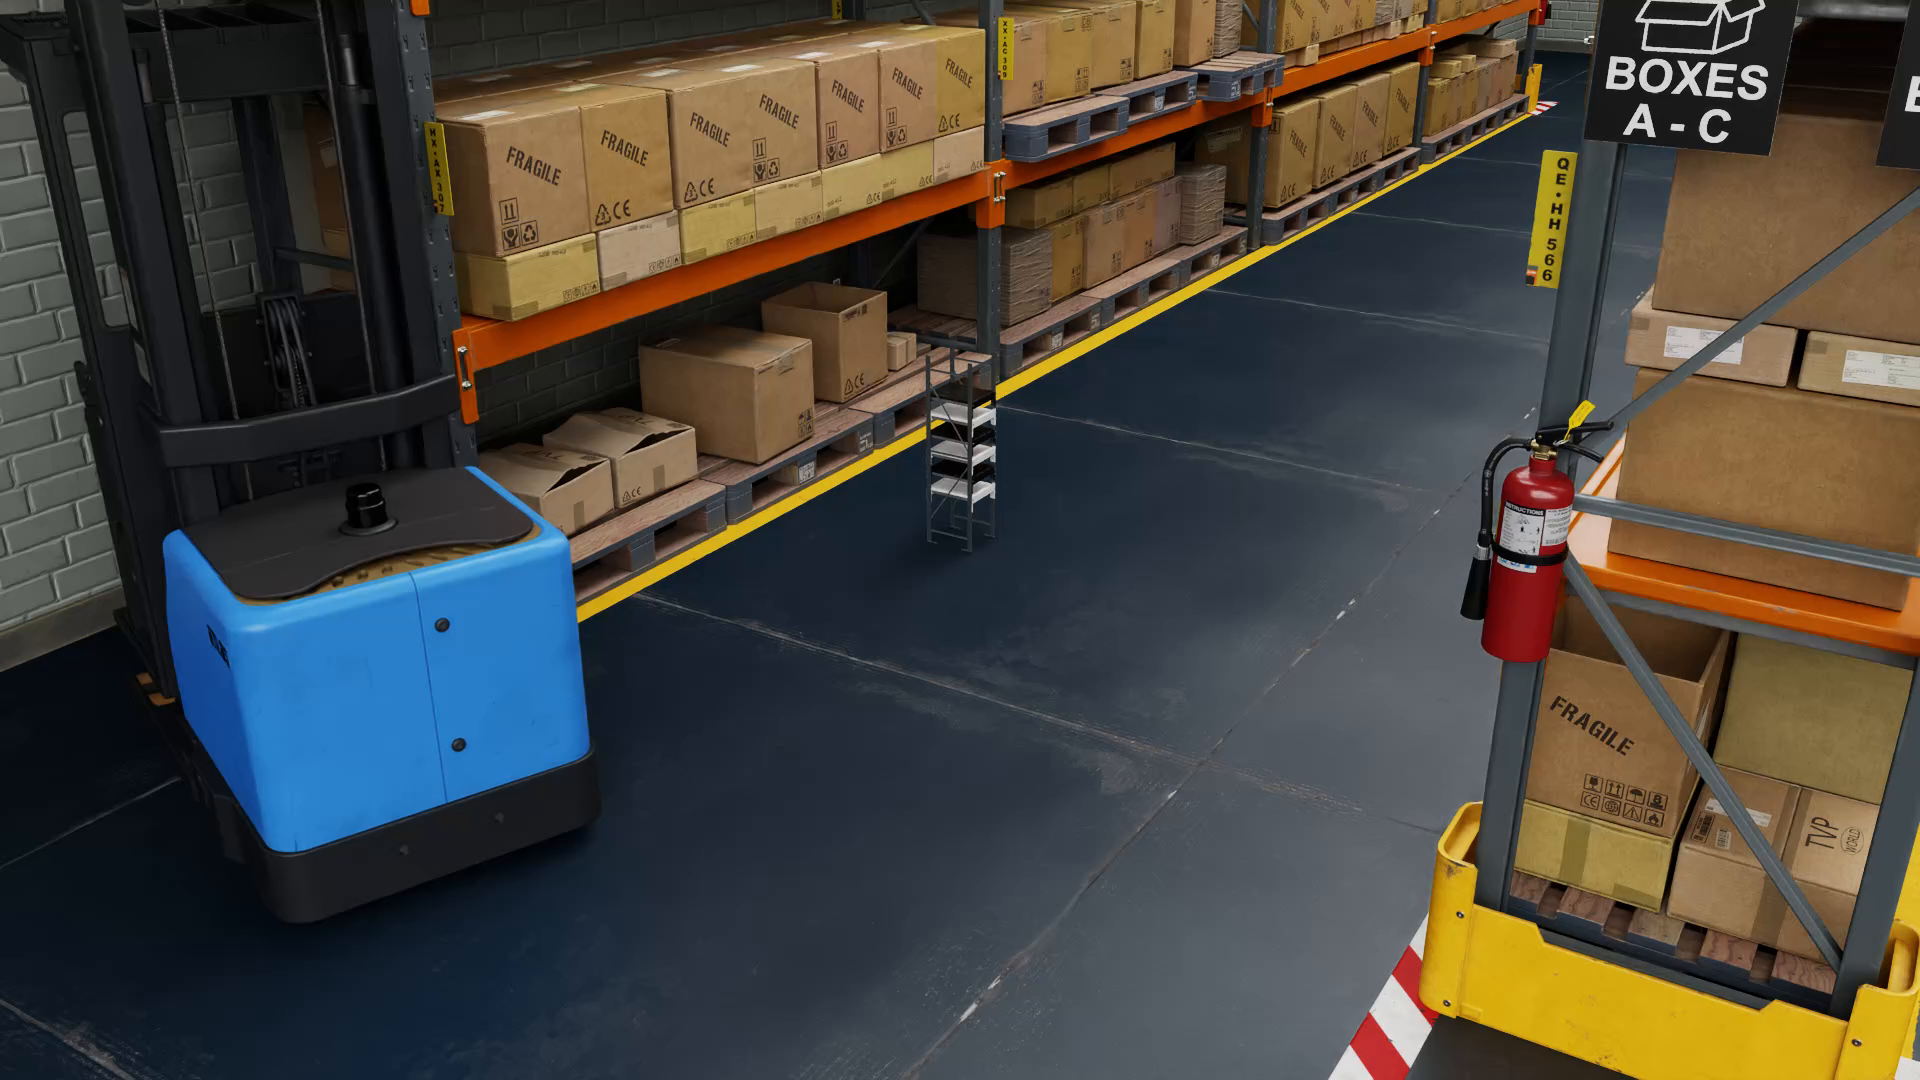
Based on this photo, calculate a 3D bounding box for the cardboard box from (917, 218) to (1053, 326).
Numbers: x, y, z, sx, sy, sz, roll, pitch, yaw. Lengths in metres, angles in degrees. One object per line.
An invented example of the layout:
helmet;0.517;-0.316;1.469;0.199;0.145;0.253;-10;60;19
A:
cardboard box;0.156;-1.701;10.496;0.700;0.500;0.500;15;28;31

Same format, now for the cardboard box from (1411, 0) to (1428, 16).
cardboard box;3.972;-5.077;15.177;0.500;0.500;0.500;13;27;28

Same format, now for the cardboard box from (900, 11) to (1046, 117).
cardboard box;0.079;-2.807;9.778;0.700;0.500;0.500;14;27;29

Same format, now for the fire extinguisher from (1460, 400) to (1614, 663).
fire extinguisher;1.425;-0.029;4.139;0.296;0.674;0.183;14;27;29

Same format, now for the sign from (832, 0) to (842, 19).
sign;-0.692;-3.041;9.541;0.100;0.325;0.005;14;27;29

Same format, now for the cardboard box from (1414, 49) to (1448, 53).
cardboard box;4.922;-5.101;17.558;0.380;0.149;0.250;13;27;28

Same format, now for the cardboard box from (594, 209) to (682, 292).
cardboard box;-1.540;-1.261;7.050;0.500;0.250;0.500;13;27;27

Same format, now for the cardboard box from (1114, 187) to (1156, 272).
cardboard box;0.947;-2.222;11.699;0.700;0.500;0.500;14;27;29

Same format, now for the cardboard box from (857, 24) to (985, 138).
cardboard box;-0.205;-2.454;8.863;0.500;0.500;0.500;14;27;29

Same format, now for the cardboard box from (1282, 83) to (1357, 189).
cardboard box;2.858;-3.465;14.157;0.750;0.750;0.750;14;27;29

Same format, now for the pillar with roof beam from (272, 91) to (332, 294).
pillar with roof beam;0.963;-3.313;4.075;9.100;9.000;0.400;14;27;29

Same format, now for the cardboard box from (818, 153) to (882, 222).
cardboard box;-0.733;-1.772;8.230;0.500;0.250;0.500;14;27;29

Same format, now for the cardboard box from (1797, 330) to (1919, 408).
cardboard box;2.272;-0.438;4.044;0.380;0.149;0.250;14;27;29

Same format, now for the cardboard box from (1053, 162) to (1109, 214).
cardboard box;0.656;-2.371;11.099;0.500;0.250;0.500;13;27;27

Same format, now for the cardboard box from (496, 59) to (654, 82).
cardboard box;-1.718;-1.875;7.526;0.500;0.500;0.500;13;27;28

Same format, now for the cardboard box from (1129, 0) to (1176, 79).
cardboard box;1.014;-3.406;11.163;0.700;0.500;0.500;14;27;29

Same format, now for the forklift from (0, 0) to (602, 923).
forklift;-2.466;-0.730;5.748;1.130;2.935;3.031;-16;28;-33

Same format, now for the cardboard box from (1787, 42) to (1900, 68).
cardboard box;2.705;-1.170;4.919;0.700;0.500;0.500;14;27;29

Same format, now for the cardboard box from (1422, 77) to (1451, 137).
cardboard box;4.483;-4.371;16.688;0.700;0.500;0.500;14;27;30

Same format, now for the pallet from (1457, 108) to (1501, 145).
pallet;5.112;-4.468;17.806;1.003;0.211;1.213;14;27;29

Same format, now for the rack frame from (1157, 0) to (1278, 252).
rack frame;1.891;-3.744;12.623;1.000;3.000;0.127;14;27;29

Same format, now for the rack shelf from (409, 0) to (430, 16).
rack shelf;-1.274;-2.766;7.492;1.077;0.370;4.000;14;27;29

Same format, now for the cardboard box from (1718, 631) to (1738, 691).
cardboard box;2.427;0.134;5.654;0.500;0.500;0.500;14;27;29

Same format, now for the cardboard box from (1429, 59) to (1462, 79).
cardboard box;4.819;-4.746;16.738;0.380;0.149;0.250;15;28;31

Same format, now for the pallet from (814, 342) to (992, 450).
pallet;-0.543;-0.880;9.518;1.003;0.211;1.213;14;27;29

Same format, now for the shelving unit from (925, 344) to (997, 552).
shelving unit;0.004;-0.416;7.578;0.258;0.900;0.210;14;27;29

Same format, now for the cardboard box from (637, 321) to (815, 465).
cardboard box;-1.157;-0.743;8.283;0.700;0.500;0.500;12;26;26

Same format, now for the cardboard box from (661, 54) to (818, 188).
cardboard box;-1.012;-1.941;7.678;0.500;0.500;0.500;15;27;31

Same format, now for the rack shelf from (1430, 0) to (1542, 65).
rack shelf;5.056;-5.439;17.444;1.077;0.370;4.000;14;27;29

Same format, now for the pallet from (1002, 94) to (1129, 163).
pallet;0.308;-2.534;10.068;1.003;0.211;1.213;14;27;29

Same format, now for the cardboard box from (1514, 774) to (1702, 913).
cardboard box;1.914;0.819;5.015;0.500;0.250;0.500;14;27;29

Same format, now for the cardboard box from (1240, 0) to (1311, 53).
cardboard box;2.365;-4.046;12.795;0.500;0.500;0.500;15;27;30

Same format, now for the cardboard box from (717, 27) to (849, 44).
cardboard box;-0.920;-2.390;8.715;0.500;0.500;0.500;14;27;29

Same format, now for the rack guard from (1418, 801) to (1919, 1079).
rack guard;1.869;1.148;4.469;1.175;0.500;0.348;14;27;29

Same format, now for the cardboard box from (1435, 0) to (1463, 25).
cardboard box;4.301;-5.412;16.097;0.980;0.700;0.700;14;27;30

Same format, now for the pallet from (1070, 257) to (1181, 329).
pallet;0.834;-1.791;11.621;1.003;0.211;1.213;14;27;29

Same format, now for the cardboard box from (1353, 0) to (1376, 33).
cardboard box;3.180;-4.565;13.995;0.500;0.500;0.500;15;27;30

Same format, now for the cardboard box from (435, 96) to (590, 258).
cardboard box;-1.821;-1.427;6.490;0.500;0.500;0.500;14;27;29

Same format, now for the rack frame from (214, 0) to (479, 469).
rack frame;-2.329;-1.044;6.386;1.000;3.000;0.127;14;27;29

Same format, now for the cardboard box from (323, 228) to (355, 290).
cardboard box;-2.247;-1.183;6.870;0.500;0.250;0.500;14;27;30

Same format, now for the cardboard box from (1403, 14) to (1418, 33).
cardboard box;3.951;-4.725;15.179;0.380;0.149;0.250;14;27;30

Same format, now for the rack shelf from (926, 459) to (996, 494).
rack shelf;0.004;-0.303;7.627;0.258;0.077;0.200;14;27;29

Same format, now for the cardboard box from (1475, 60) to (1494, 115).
cardboard box;5.298;-4.894;17.897;0.700;0.500;0.500;13;27;27

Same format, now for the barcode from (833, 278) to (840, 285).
barcode;-0.707;-1.464;9.545;0.001;0.075;0.075;14;27;29

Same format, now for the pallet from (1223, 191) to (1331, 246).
pallet;2.371;-2.715;13.755;1.003;0.211;1.213;14;27;29

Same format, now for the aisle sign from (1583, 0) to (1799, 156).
aisle sign;1.598;-1.240;3.566;0.394;0.787;0.004;14;27;29

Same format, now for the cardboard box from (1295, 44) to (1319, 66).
cardboard box;2.614;-3.856;13.172;0.380;0.149;0.250;15;27;31

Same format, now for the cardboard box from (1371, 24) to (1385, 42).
cardboard box;3.501;-4.477;14.606;0.380;0.149;0.250;14;27;29

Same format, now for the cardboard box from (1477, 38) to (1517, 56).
cardboard box;5.914;-5.449;18.362;0.380;0.149;0.250;14;27;28

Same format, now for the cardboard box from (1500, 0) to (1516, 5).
cardboard box;5.476;-6.160;17.826;0.980;0.700;0.700;14;27;29

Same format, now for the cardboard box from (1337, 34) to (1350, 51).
cardboard box;3.062;-4.221;14.015;0.380;0.149;0.250;14;27;29

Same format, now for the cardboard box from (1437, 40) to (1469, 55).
cardboard box;5.324;-5.359;18.155;0.380;0.149;0.250;14;27;29

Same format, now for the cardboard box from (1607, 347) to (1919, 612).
cardboard box;2.139;-0.208;4.329;0.700;0.500;0.500;14;27;29

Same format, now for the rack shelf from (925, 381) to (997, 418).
rack shelf;0.004;-0.633;7.484;0.258;0.077;0.200;14;27;29
